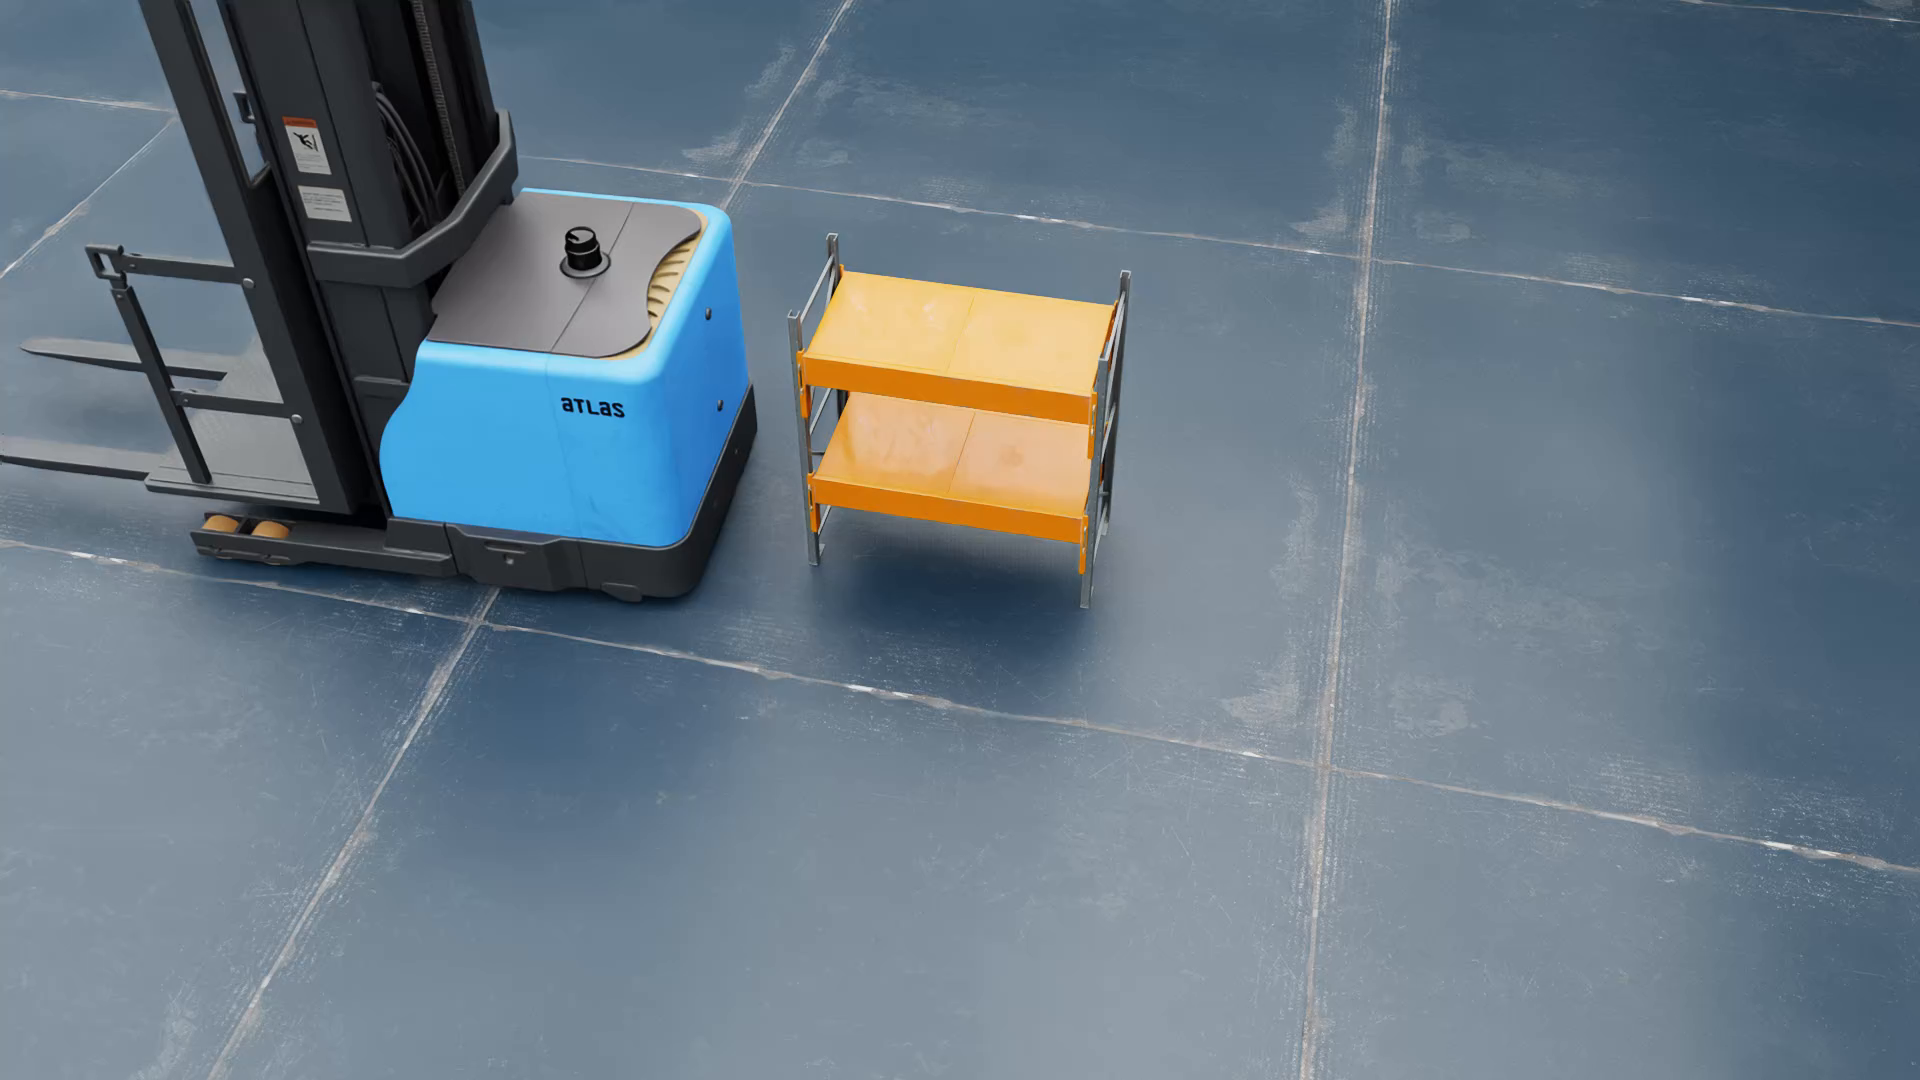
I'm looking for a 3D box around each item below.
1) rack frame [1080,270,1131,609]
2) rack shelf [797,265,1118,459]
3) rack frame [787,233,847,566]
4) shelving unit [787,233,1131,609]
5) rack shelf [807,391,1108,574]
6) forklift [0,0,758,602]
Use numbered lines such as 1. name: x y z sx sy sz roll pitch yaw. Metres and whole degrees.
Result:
1. rack frame: 0.503 -0.327 5.779 0.032 1.125 0.500 9 45 9
2. rack shelf: 0.007 -0.615 5.656 1.000 0.278 0.538 9 45 9
3. rack frame: -0.489 -0.481 5.939 0.032 1.125 0.500 9 45 9
4. shelving unit: 0.007 -0.404 5.859 1.048 1.125 0.538 9 45 9
5. rack shelf: 0.007 -0.228 6.028 1.000 0.278 0.538 9 45 9
6. forklift: -2.367 -1.317 5.505 3.031 2.935 1.130 7 44 7
